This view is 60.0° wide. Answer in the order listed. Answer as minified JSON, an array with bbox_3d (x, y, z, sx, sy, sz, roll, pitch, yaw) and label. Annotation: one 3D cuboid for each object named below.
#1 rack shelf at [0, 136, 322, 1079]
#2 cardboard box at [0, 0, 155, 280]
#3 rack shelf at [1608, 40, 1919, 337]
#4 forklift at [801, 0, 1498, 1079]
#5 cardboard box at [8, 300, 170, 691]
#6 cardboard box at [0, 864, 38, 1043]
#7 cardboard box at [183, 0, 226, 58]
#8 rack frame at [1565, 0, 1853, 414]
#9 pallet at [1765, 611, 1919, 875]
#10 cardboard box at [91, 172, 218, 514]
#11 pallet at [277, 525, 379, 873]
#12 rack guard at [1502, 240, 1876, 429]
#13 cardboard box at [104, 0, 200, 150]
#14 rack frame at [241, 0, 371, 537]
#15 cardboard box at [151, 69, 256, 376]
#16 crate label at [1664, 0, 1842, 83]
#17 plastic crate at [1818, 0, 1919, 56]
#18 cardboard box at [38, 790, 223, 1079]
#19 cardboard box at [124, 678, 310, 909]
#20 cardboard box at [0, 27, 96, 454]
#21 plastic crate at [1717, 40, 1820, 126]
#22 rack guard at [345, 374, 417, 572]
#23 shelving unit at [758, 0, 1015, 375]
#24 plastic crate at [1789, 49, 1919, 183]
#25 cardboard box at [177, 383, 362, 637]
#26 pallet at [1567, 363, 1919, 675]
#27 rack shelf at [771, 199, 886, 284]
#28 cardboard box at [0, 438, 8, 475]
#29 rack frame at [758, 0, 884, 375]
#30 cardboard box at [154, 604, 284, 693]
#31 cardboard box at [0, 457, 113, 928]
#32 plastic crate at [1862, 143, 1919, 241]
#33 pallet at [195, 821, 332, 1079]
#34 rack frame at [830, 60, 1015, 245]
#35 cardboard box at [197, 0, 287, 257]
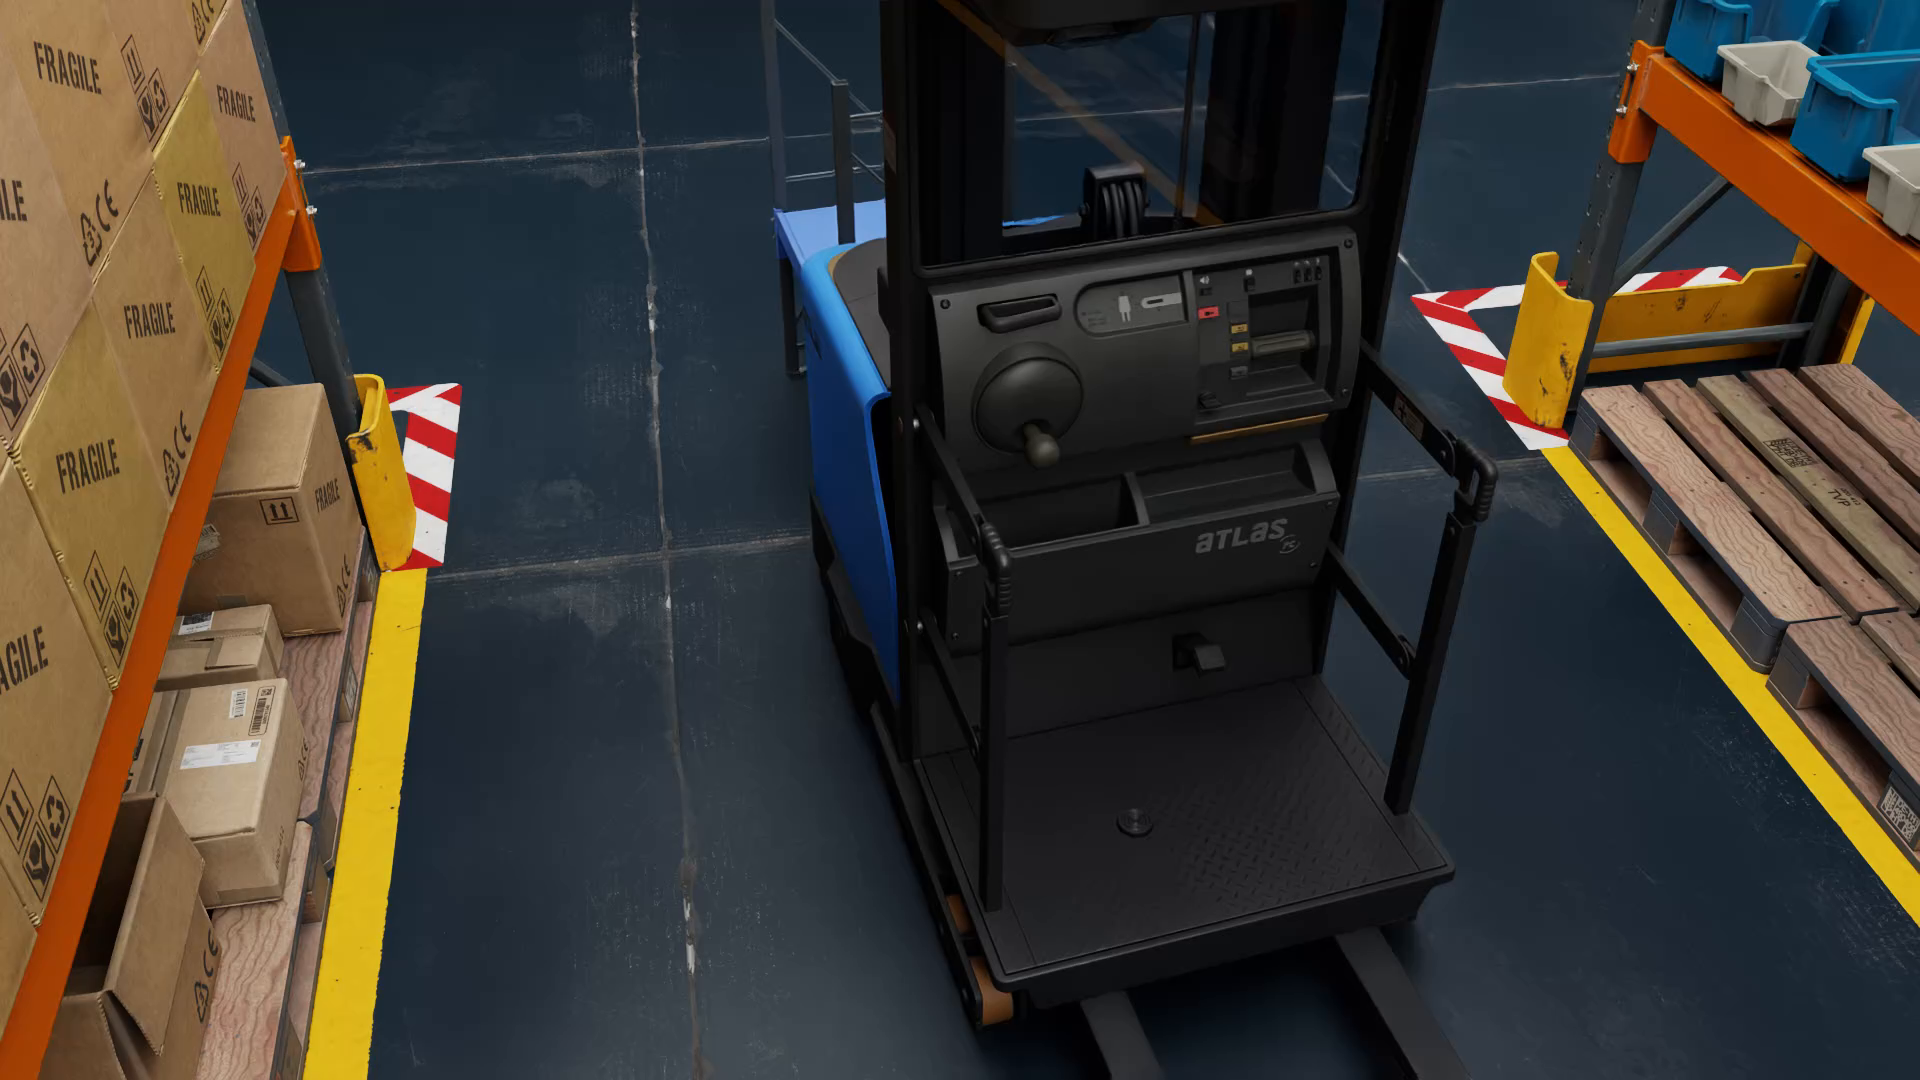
[{"bbox_3d":[-1.970,0.309,2.994,1.077,0.370,4.000,-6,38,-8],"label":"rack shelf"},{"bbox_3d":[-1.787,-0.761,2.888,0.500,0.500,0.500,-5,38,-7],"label":"cardboard box"},{"bbox_3d":[2.907,-0.222,3.677,1.077,0.370,4.000,-6,38,-8],"label":"rack shelf"},{"bbox_3d":[0.462,-0.322,3.276,1.130,2.935,3.031,-10,39,-13],"label":"forklift"},{"bbox_3d":[-1.709,-0.062,2.804,0.500,0.500,0.500,-7,38,-9],"label":"cardboard box"},{"bbox_3d":[-1.533,0.547,2.020,0.500,0.500,0.500,-6,38,-7],"label":"cardboard box"},{"bbox_3d":[-1.972,-1.379,3.683,0.500,0.500,0.500,-7,38,-8],"label":"cardboard box"},{"bbox_3d":[2.557,-1.714,5.011,1.000,3.000,0.127,-6,38,-8],"label":"rack frame"},{"bbox_3d":[2.874,0.625,4.274,1.003,0.211,1.213,-6,38,-8],"label":"pallet"},{"bbox_3d":[-1.798,-0.367,3.196,0.500,0.500,0.500,-6,38,-8],"label":"cardboard box"},{"bbox_3d":[-2.166,0.445,4.505,1.003,0.211,1.213,-6,38,-8],"label":"pallet"},{"bbox_3d":[2.540,-0.740,5.795,1.175,0.500,0.348,-6,38,-8],"label":"rack guard"},{"bbox_3d":[-1.882,-1.074,3.290,0.500,0.500,0.500,-5,38,-7],"label":"cardboard box"},{"bbox_3d":[-2.321,-1.184,4.328,1.000,3.000,0.127,-6,38,-8],"label":"rack frame"},{"bbox_3d":[-1.880,-0.669,3.584,0.500,0.500,0.500,-6,38,-8],"label":"cardboard box"},{"bbox_3d":[2.276,-1.487,4.807,0.416,0.233,0.303,-6,38,-8],"label":"crate label"},{"bbox_3d":[2.799,-1.570,4.748,0.616,0.435,0.499,-6,38,-8],"label":"plastic crate"},{"bbox_3d":[-1.954,0.910,3.309,0.797,0.503,0.637,-6,38,-8],"label":"cardboard box"},{"bbox_3d":[-1.846,0.608,3.906,0.500,0.250,0.500,-6,38,-8],"label":"cardboard box"},{"bbox_3d":[-1.697,-0.451,2.489,0.500,0.500,0.500,-5,38,-7],"label":"cardboard box"},{"bbox_3d":[2.251,-1.246,4.575,0.250,0.136,0.298,-6,38,-8],"label":"plastic crate"},{"bbox_3d":[-2.307,-0.150,5.036,1.175,0.500,0.348,-6,38,-8],"label":"rack guard"},{"bbox_3d":[-0.241,-0.943,5.241,0.538,1.500,1.048,-10,39,-13],"label":"shelving unit"},{"bbox_3d":[2.391,-1.089,4.295,0.416,0.233,0.300,-6,38,-8],"label":"plastic crate"},{"bbox_3d":[-1.983,-0.068,4.572,0.500,0.500,0.500,-6,38,-8],"label":"cardboard box"},{"bbox_3d":[2.663,-0.111,5.220,1.003,0.211,1.213,-6,38,-8],"label":"pallet"},{"bbox_3d":[-0.241,-0.801,5.352,0.538,0.185,1.000,-10,39,-13],"label":"rack shelf"},{"bbox_3d":[-1.605,-0.139,2.087,0.500,0.500,0.500,-7,38,-9],"label":"cardboard box"},{"bbox_3d":[-0.387,-1.242,5.626,0.500,1.500,0.032,-10,39,-13],"label":"rack frame"},{"bbox_3d":[-2.000,0.318,4.347,0.380,0.166,0.250,-6,38,-8],"label":"cardboard box"},{"bbox_3d":[-1.619,0.245,2.409,0.500,0.500,0.500,-6,38,-8],"label":"cardboard box"},{"bbox_3d":[2.370,-0.837,4.048,0.250,0.136,0.298,-6,38,-8],"label":"plastic crate"},{"bbox_3d":[-1.956,1.180,3.559,1.003,0.211,1.213,-6,38,-8],"label":"pallet"},{"bbox_3d":[-0.096,-0.644,4.857,0.500,1.500,0.032,-10,39,-13],"label":"rack frame"},{"bbox_3d":[-1.974,-0.982,3.987,0.500,0.500,0.500,-5,38,-7],"label":"cardboard box"}]
